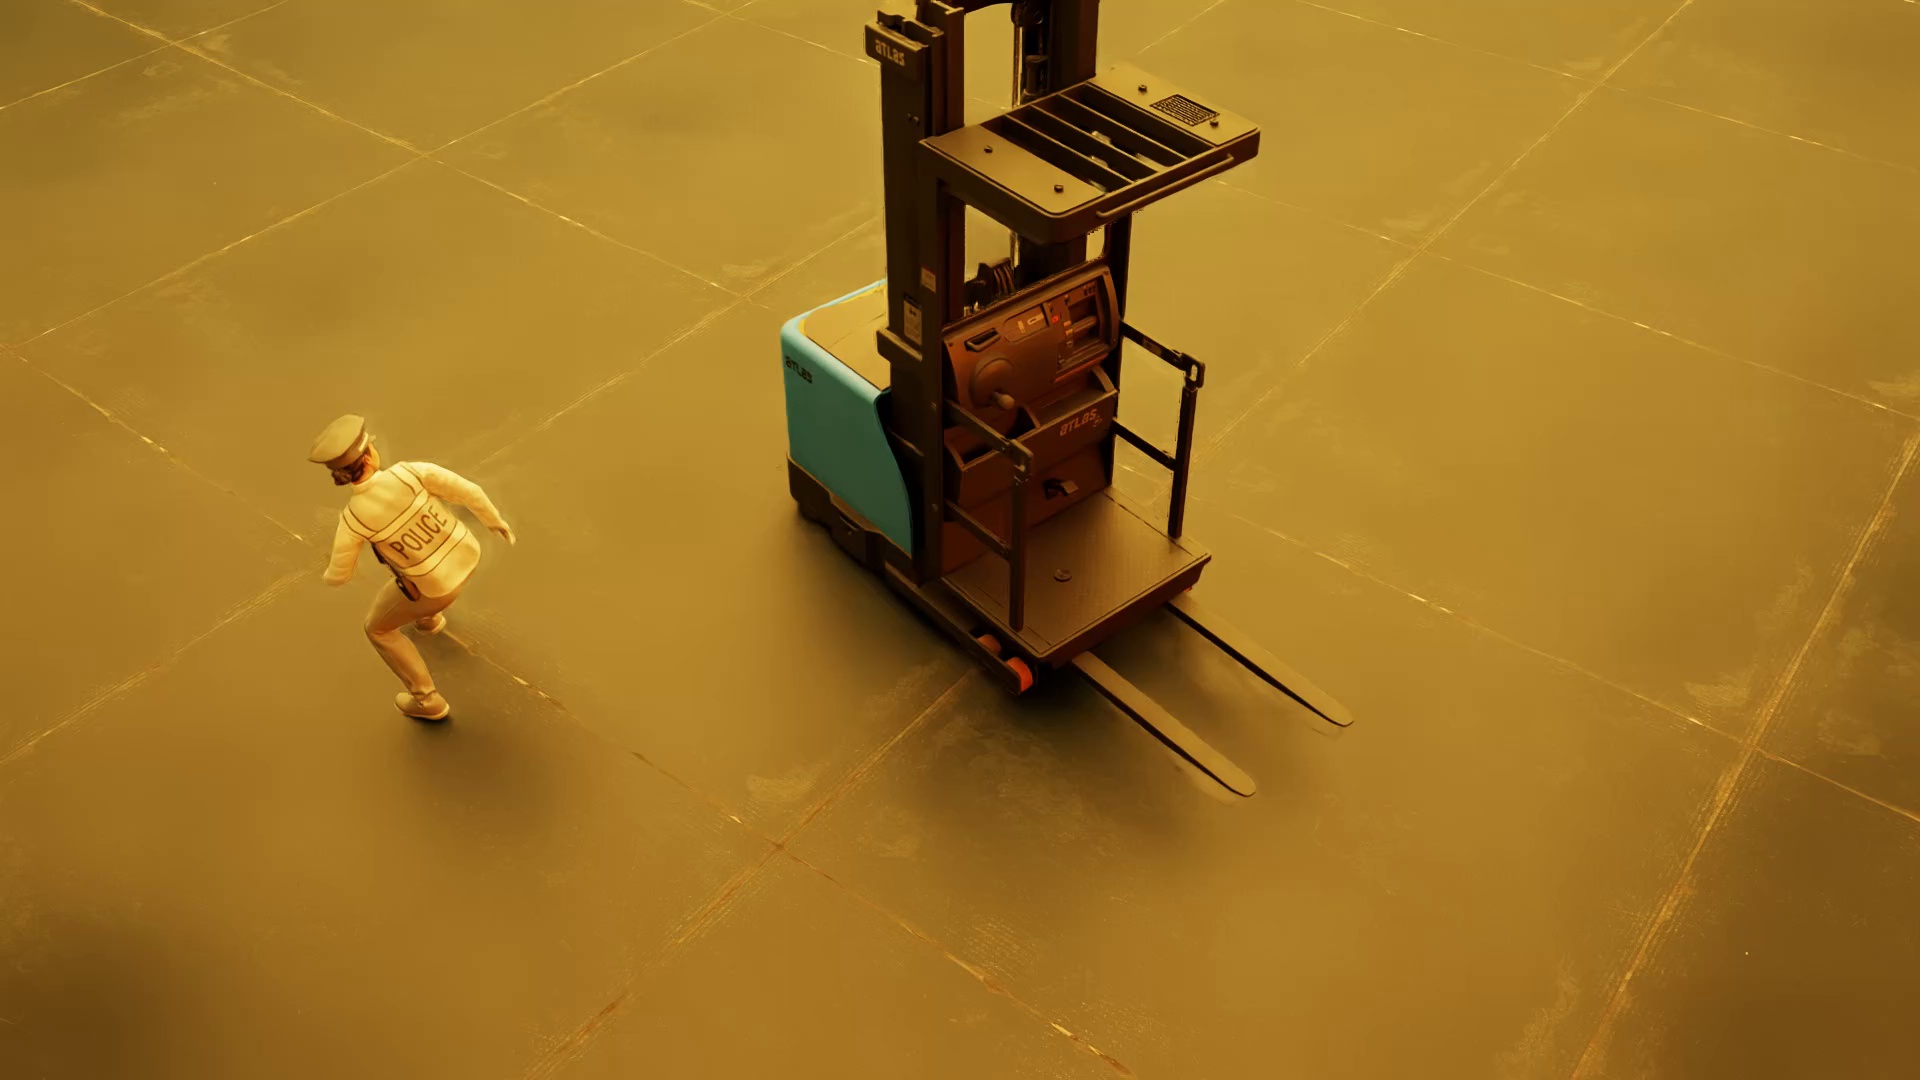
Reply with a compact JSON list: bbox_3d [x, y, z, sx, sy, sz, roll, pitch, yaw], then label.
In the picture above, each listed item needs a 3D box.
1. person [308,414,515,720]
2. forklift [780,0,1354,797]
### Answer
[{"bbox_3d":[-2.393,0.053,7.174,0.659,1.468,0.714,21,45,22],"label":"person"},{"bbox_3d":[0.455,-0.792,7.003,1.130,2.935,3.031,-28,48,-29],"label":"forklift"}]
